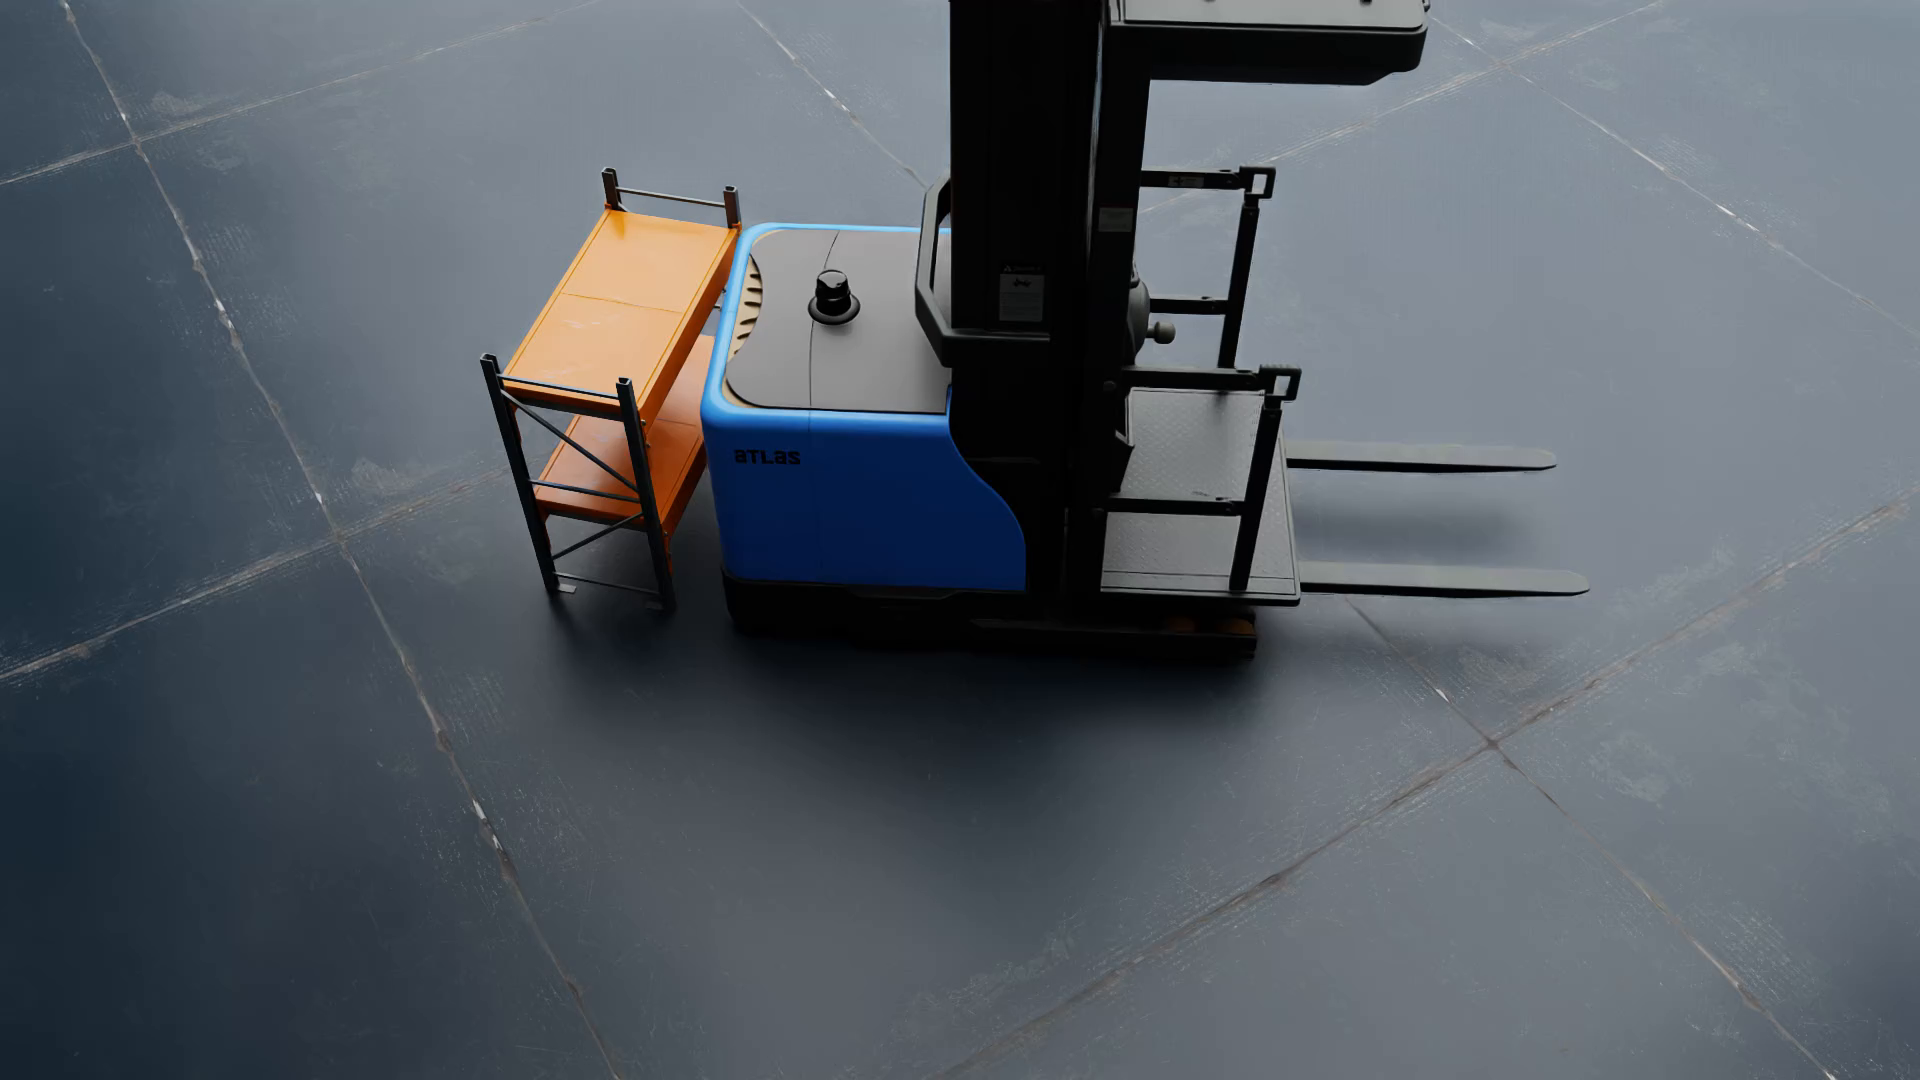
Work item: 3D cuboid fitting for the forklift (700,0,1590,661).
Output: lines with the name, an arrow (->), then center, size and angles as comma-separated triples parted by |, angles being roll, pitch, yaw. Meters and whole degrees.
forklift -> 0.701, -0.957, 5.140 | 3.031, 2.935, 1.130 | 2, 48, 2

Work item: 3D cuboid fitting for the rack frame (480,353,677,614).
rack frame -> -1.272, -0.164, 5.643 | 0.500, 1.125, 0.032 | 10, 49, 9

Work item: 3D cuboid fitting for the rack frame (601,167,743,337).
rack frame -> -1.029, -0.901, 6.299 | 0.500, 1.125, 0.032 | 10, 49, 9

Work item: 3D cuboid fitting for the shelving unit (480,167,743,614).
shelving unit -> -1.151, -0.532, 5.971 | 0.538, 1.125, 1.048 | 10, 49, 9

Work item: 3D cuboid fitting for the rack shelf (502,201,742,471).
rack shelf -> -1.151, -0.727, 5.752 | 0.538, 0.278, 1.000 | 10, 49, 9

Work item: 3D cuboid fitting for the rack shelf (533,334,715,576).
rack shelf -> -1.151, -0.370, 6.153 | 0.538, 0.278, 1.000 | 10, 49, 9
